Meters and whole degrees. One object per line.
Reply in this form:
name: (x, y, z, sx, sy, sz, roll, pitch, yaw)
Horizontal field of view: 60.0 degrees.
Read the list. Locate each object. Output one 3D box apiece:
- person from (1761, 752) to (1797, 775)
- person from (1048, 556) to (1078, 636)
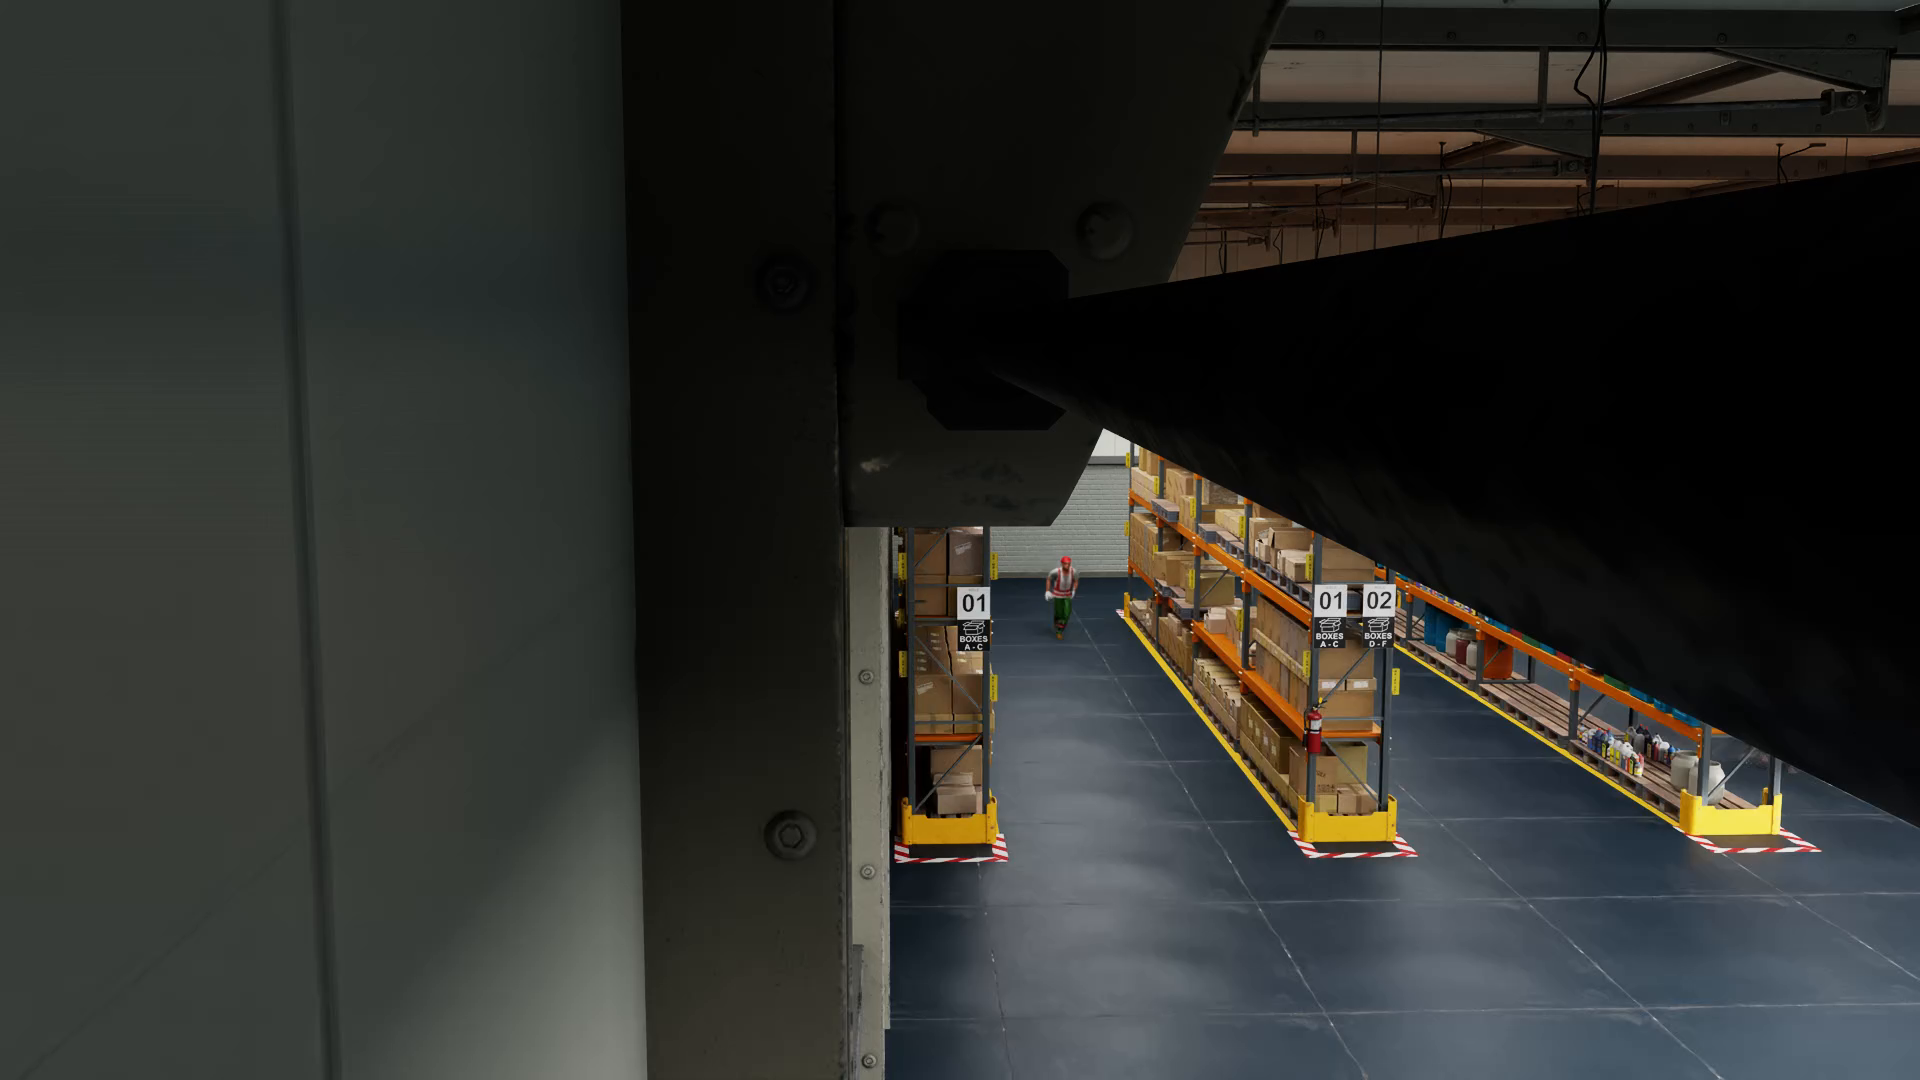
person: (11.830, 2.550, 23.747, 0.694, 1.580, 0.636, 1, 7, 9)
person: (2.094, 1.133, 33.807, 0.618, 1.657, 0.649, -2, 8, -18)
